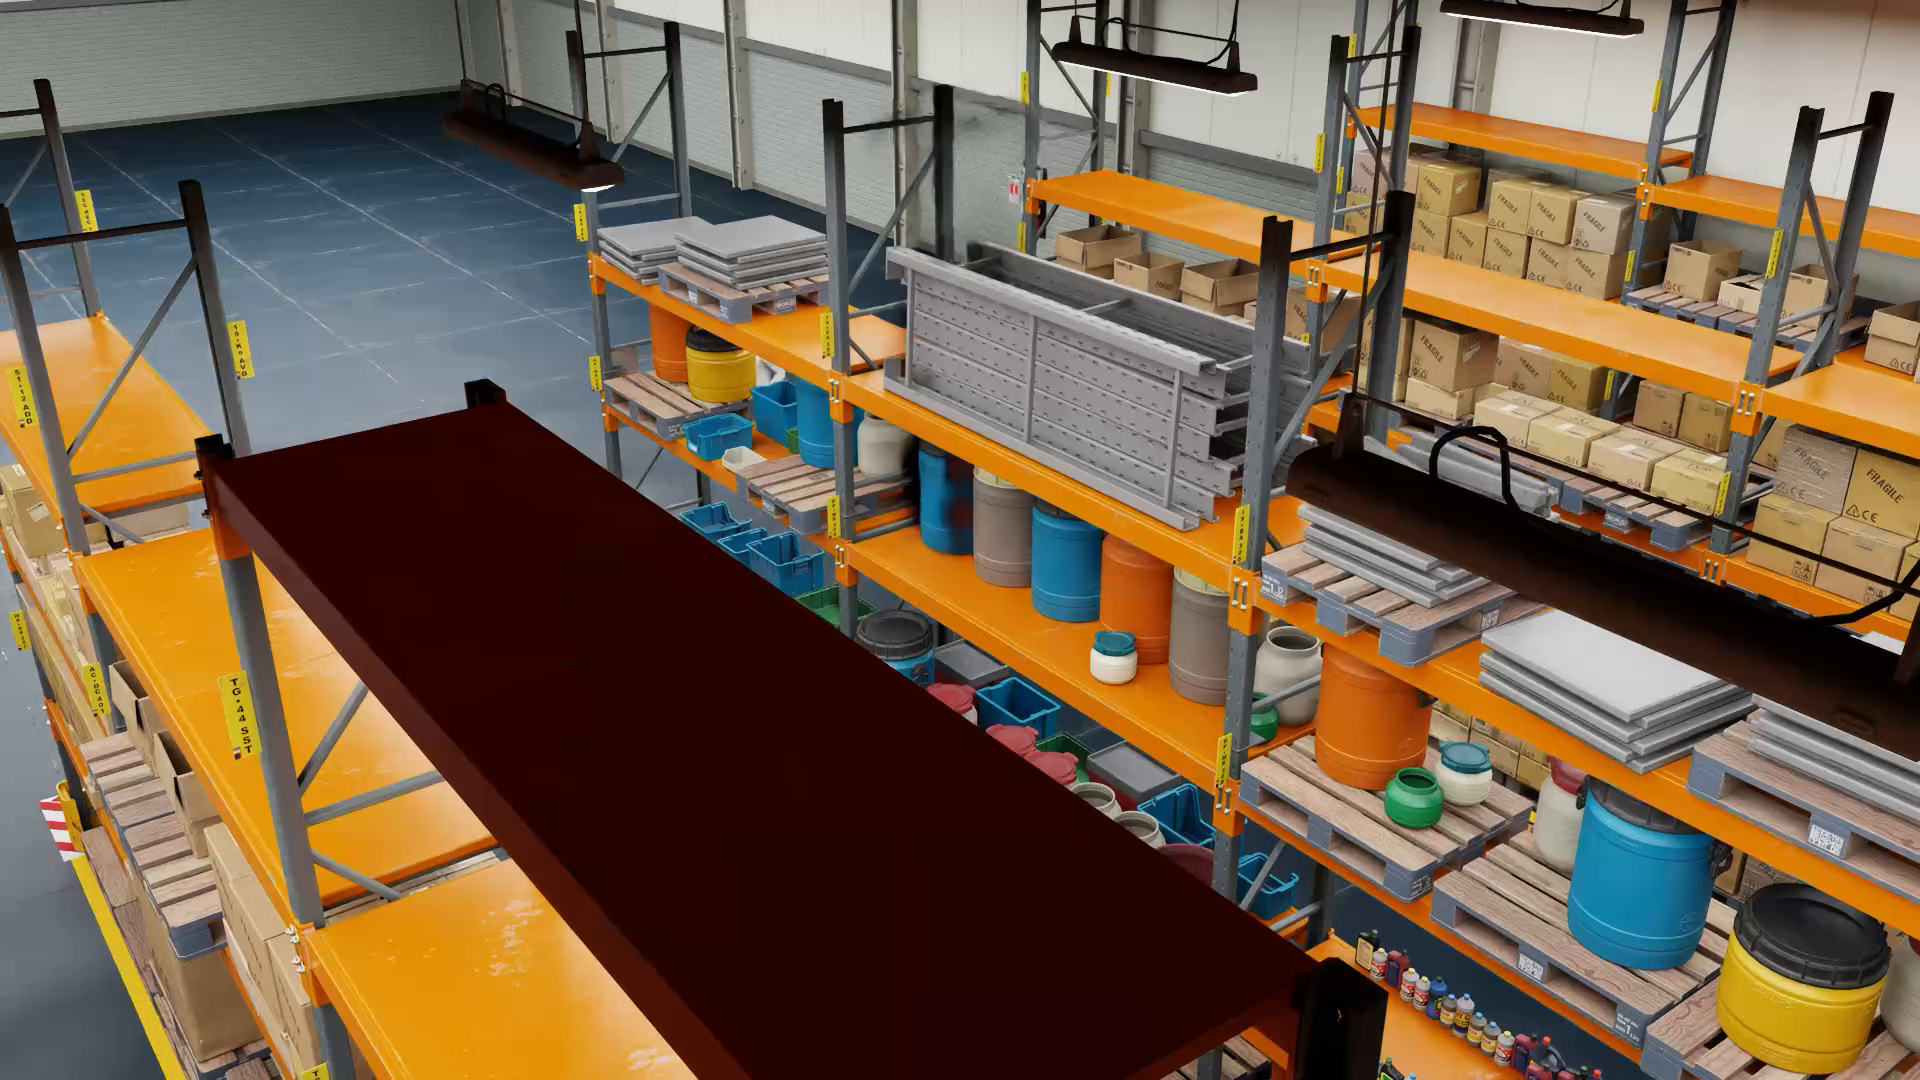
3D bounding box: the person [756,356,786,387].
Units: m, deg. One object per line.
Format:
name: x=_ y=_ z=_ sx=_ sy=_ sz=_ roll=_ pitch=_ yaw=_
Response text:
person: x=-2.449 y=-1.804 z=20.717 sx=1.001 sy=1.767 sz=0.713 roll=-8 pitch=26 yaw=-16
